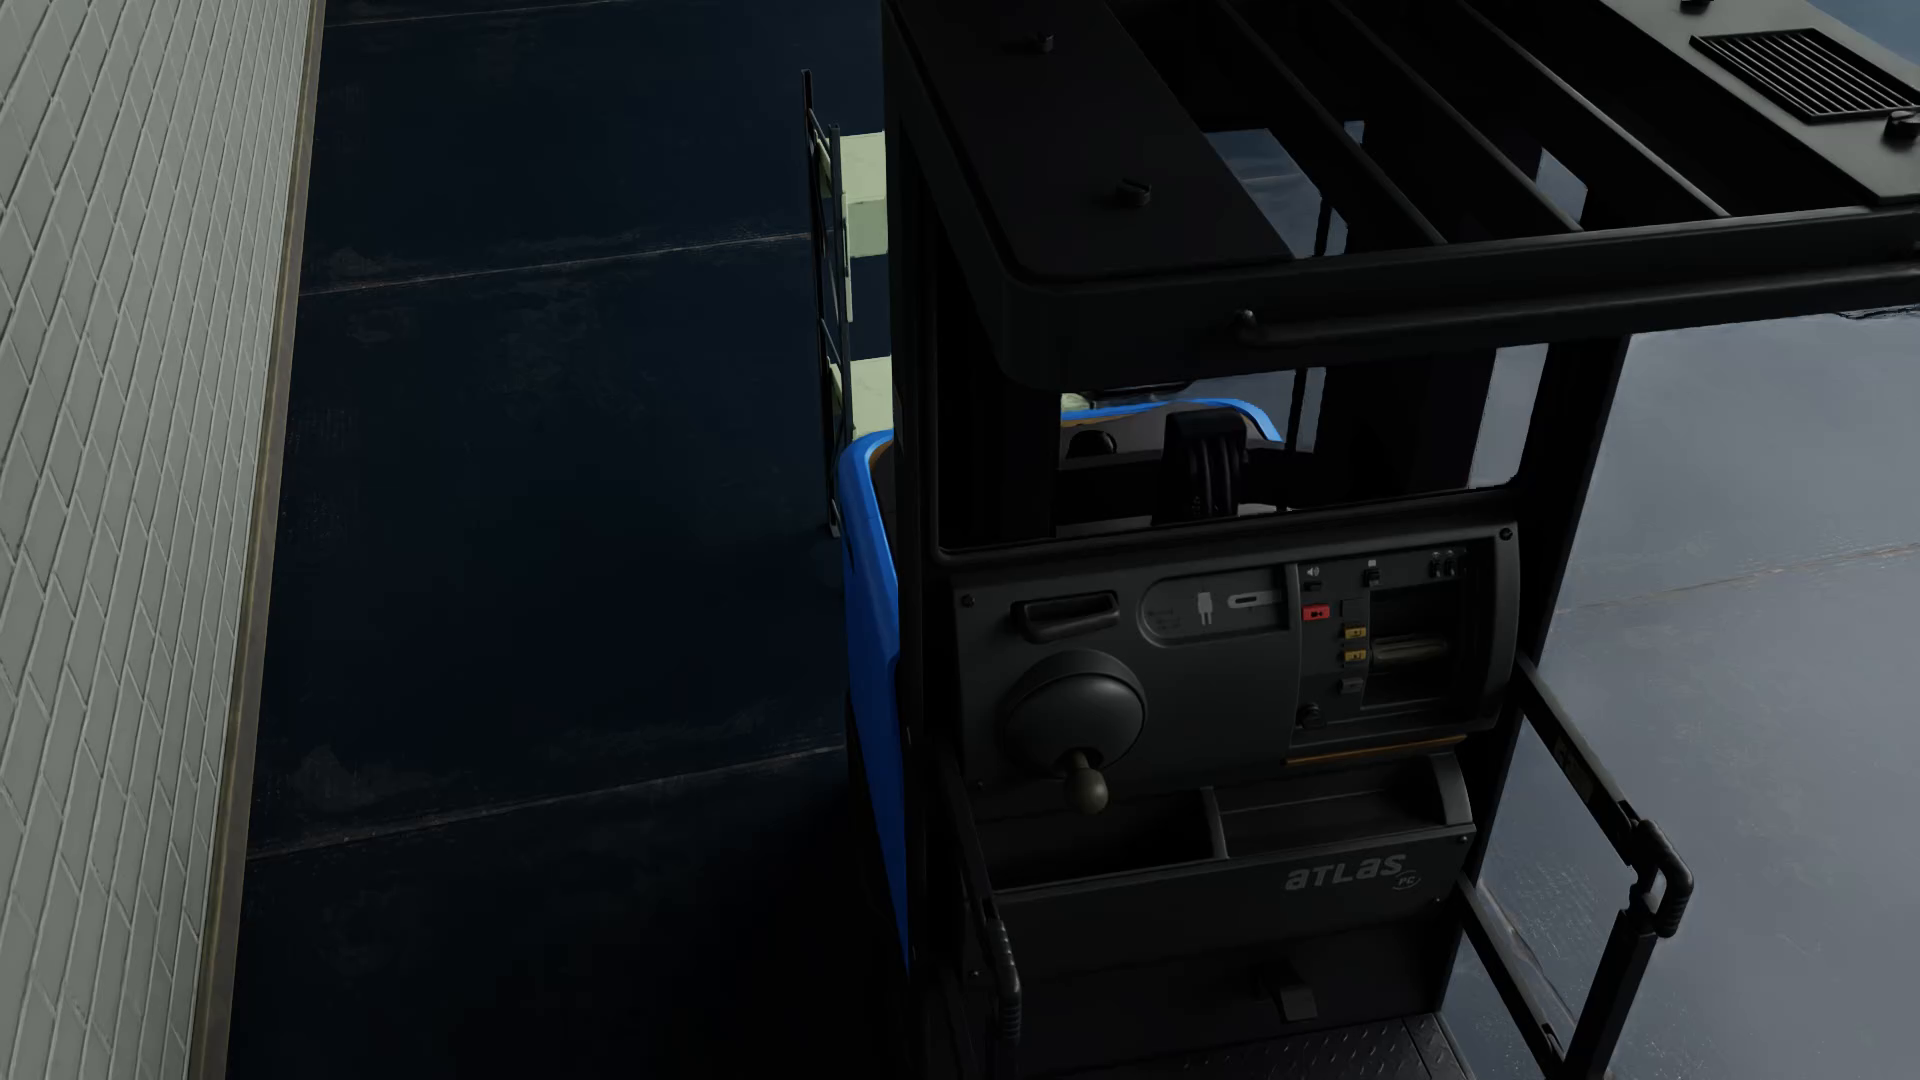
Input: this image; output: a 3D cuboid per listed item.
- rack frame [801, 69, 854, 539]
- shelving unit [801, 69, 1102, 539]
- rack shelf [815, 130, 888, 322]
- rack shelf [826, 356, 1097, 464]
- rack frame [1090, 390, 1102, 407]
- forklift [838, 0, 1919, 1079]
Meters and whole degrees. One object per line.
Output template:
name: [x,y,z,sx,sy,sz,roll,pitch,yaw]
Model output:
rack frame: [-0.360,-0.537,4.717,0.023,1.500,0.400,-9,38,-12]
shelving unit: [-0.006,-0.595,4.793,0.755,1.500,0.431,-9,38,-12]
rack shelf: [-0.006,-0.905,4.556,0.720,0.370,0.431,-9,38,-12]
rack shelf: [-0.006,-0.336,4.991,0.720,0.370,0.431,-9,38,-12]
rack frame: [0.347,-0.653,4.869,0.023,1.500,0.400,-9,38,-12]
forklift: [0.493,0.266,2.489,1.130,2.935,3.031,-7,38,-9]
